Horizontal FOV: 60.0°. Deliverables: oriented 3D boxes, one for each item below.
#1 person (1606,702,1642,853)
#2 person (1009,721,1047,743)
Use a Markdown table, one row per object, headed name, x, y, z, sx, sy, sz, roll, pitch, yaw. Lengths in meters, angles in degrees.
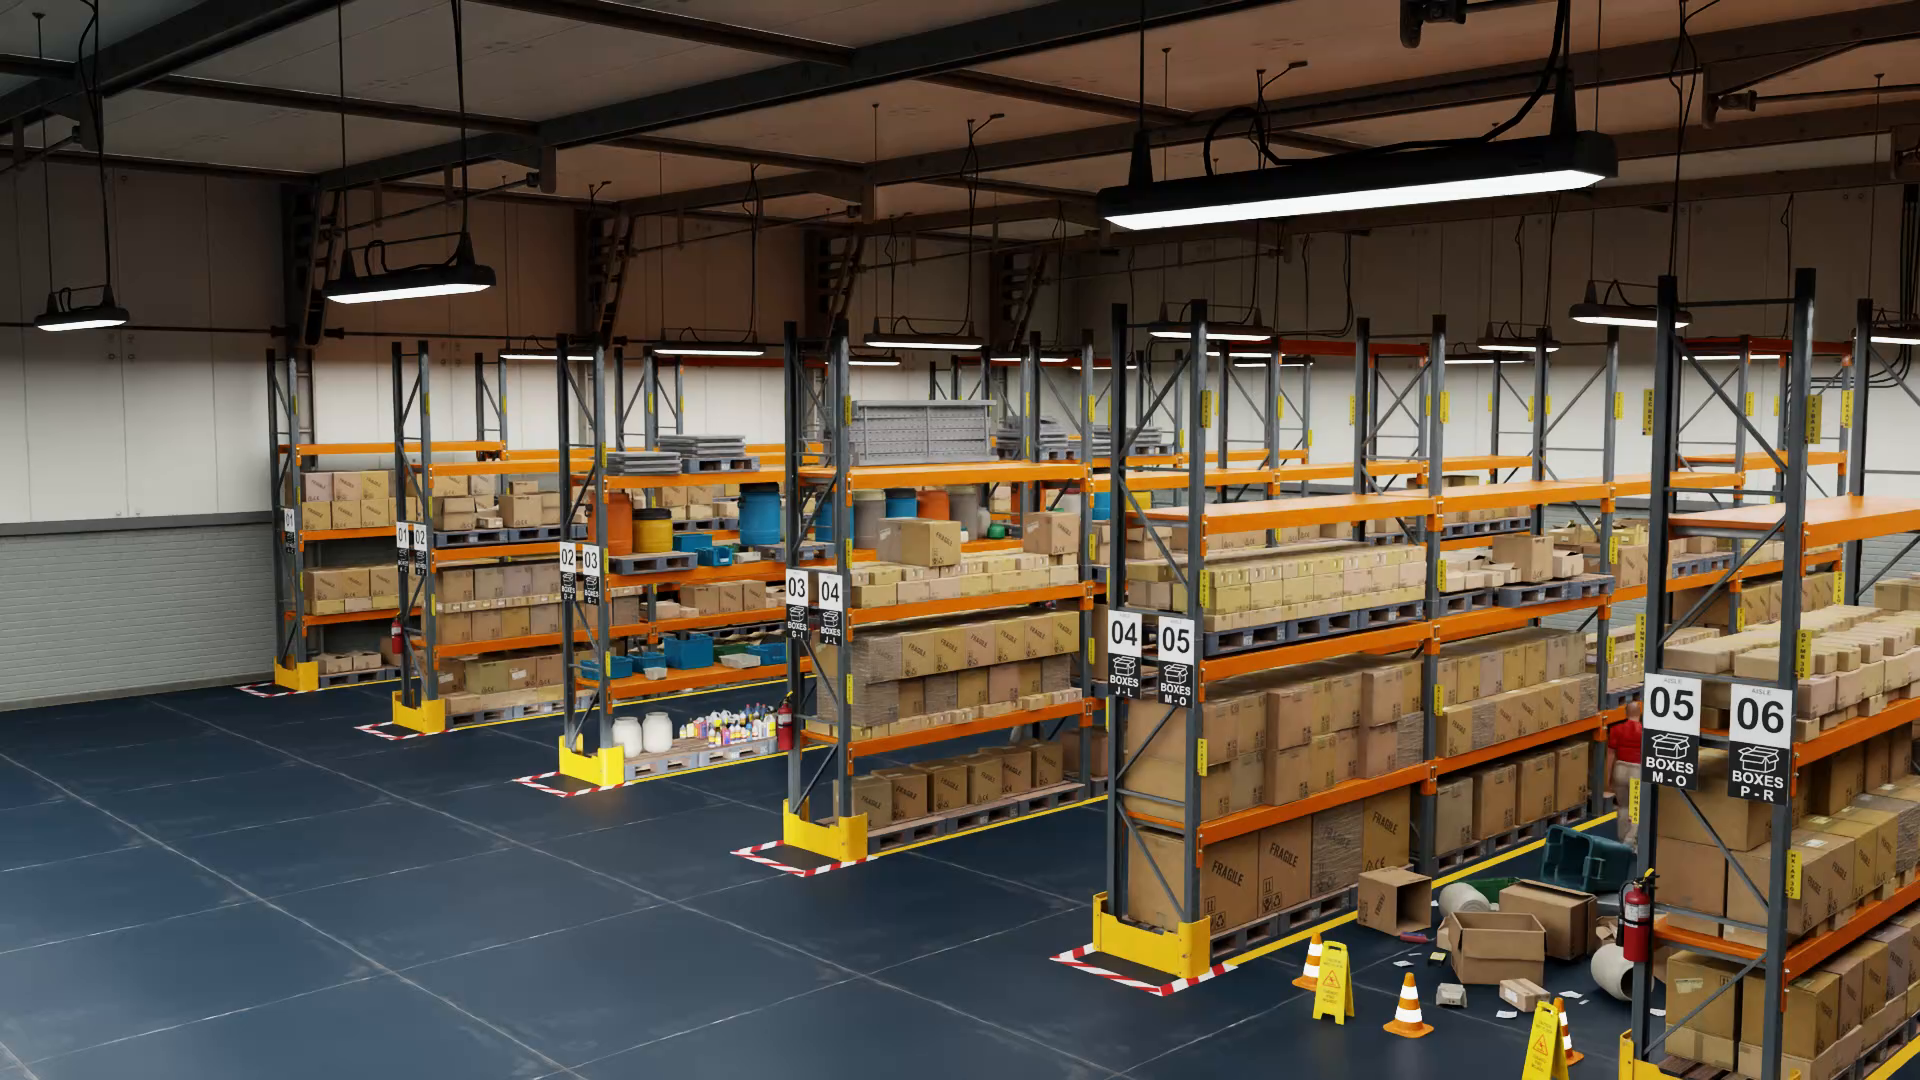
| name | x | y | z | sx | sy | sz | roll | pitch | yaw |
| --- | --- | --- | --- | --- | --- | --- | --- | --- | --- |
| person | 7.576 | 2.688 | 18.761 | 0.565 | 1.723 | 0.579 | -5 | 7 | -43 |
| person | 0.877 | 2.218 | 23.766 | 0.894 | 1.726 | 0.611 | -1 | 5 | -17 |
